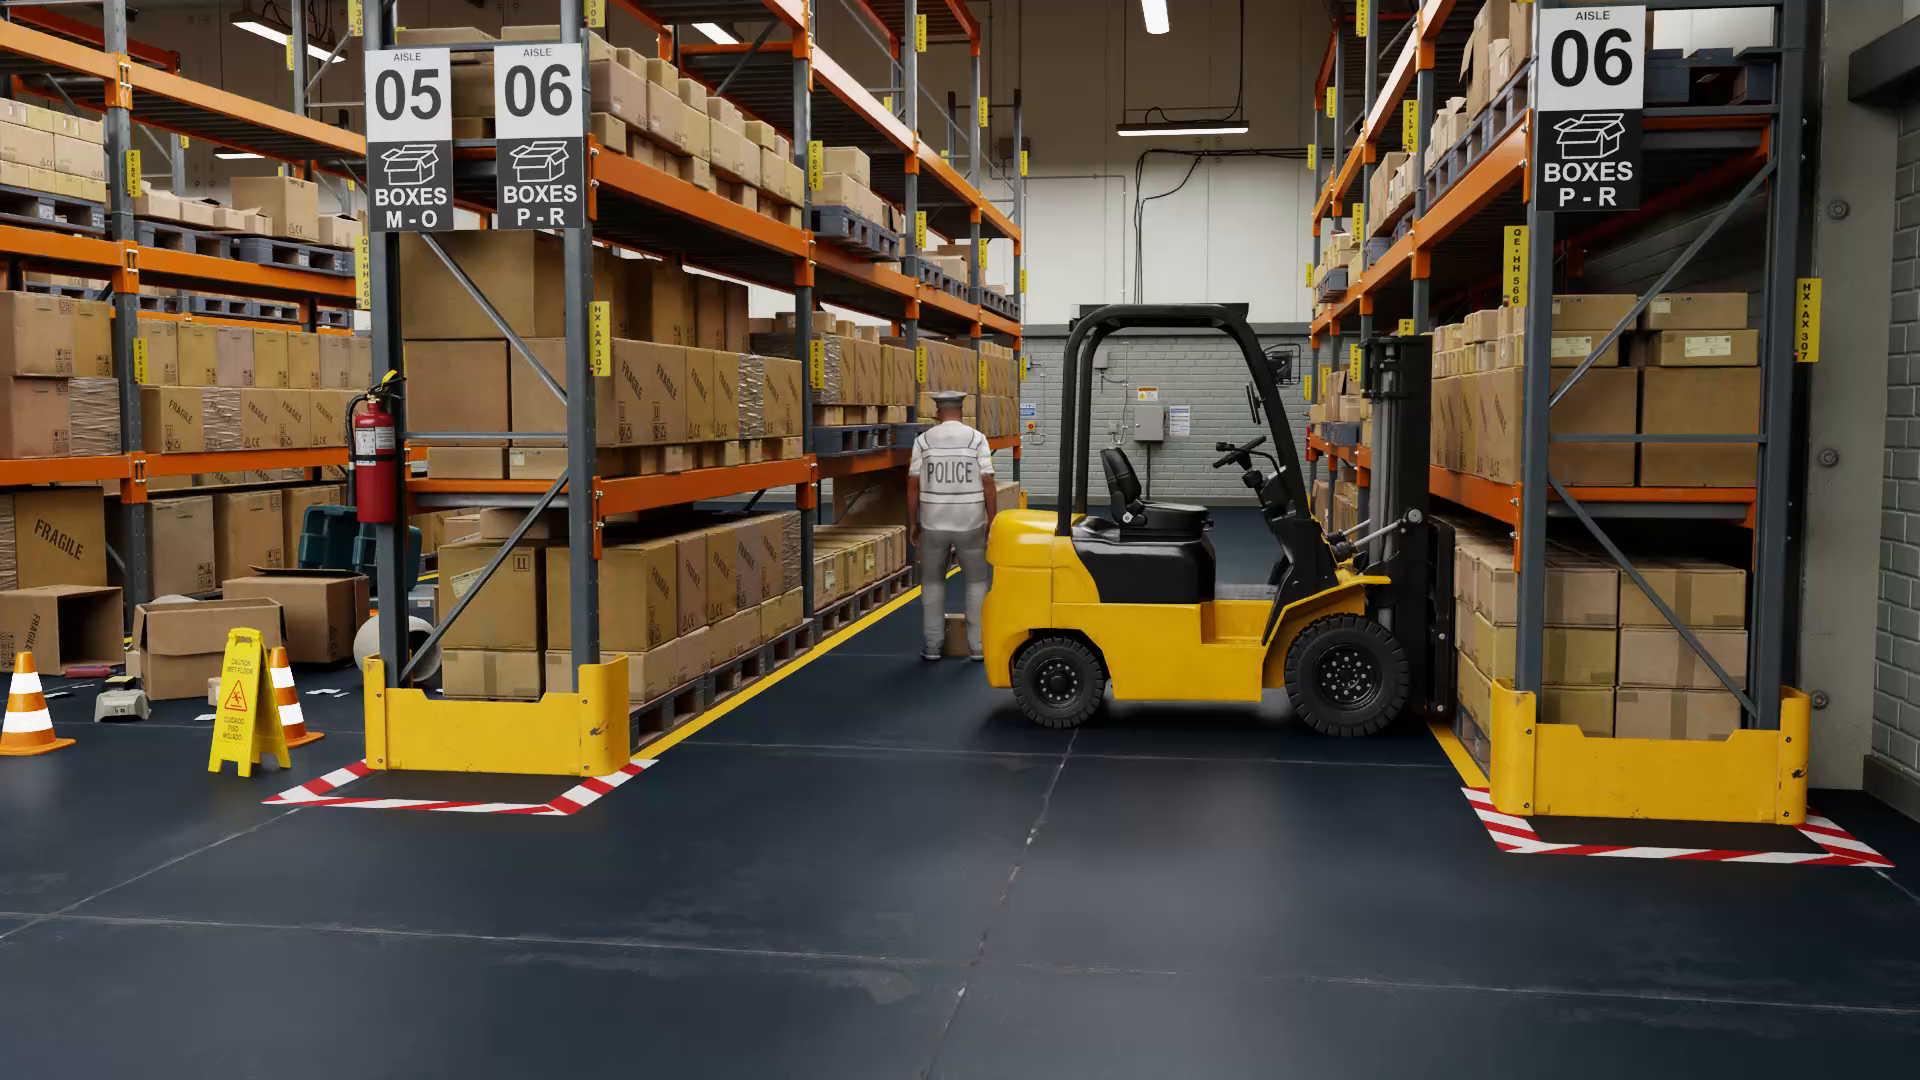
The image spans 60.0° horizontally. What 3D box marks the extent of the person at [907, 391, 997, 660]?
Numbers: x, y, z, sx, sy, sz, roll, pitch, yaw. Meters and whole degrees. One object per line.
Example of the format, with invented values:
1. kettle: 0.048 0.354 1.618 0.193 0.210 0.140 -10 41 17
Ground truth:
1. person: -0.049 -0.094 10.797 0.584 1.747 0.438 0 4 3
